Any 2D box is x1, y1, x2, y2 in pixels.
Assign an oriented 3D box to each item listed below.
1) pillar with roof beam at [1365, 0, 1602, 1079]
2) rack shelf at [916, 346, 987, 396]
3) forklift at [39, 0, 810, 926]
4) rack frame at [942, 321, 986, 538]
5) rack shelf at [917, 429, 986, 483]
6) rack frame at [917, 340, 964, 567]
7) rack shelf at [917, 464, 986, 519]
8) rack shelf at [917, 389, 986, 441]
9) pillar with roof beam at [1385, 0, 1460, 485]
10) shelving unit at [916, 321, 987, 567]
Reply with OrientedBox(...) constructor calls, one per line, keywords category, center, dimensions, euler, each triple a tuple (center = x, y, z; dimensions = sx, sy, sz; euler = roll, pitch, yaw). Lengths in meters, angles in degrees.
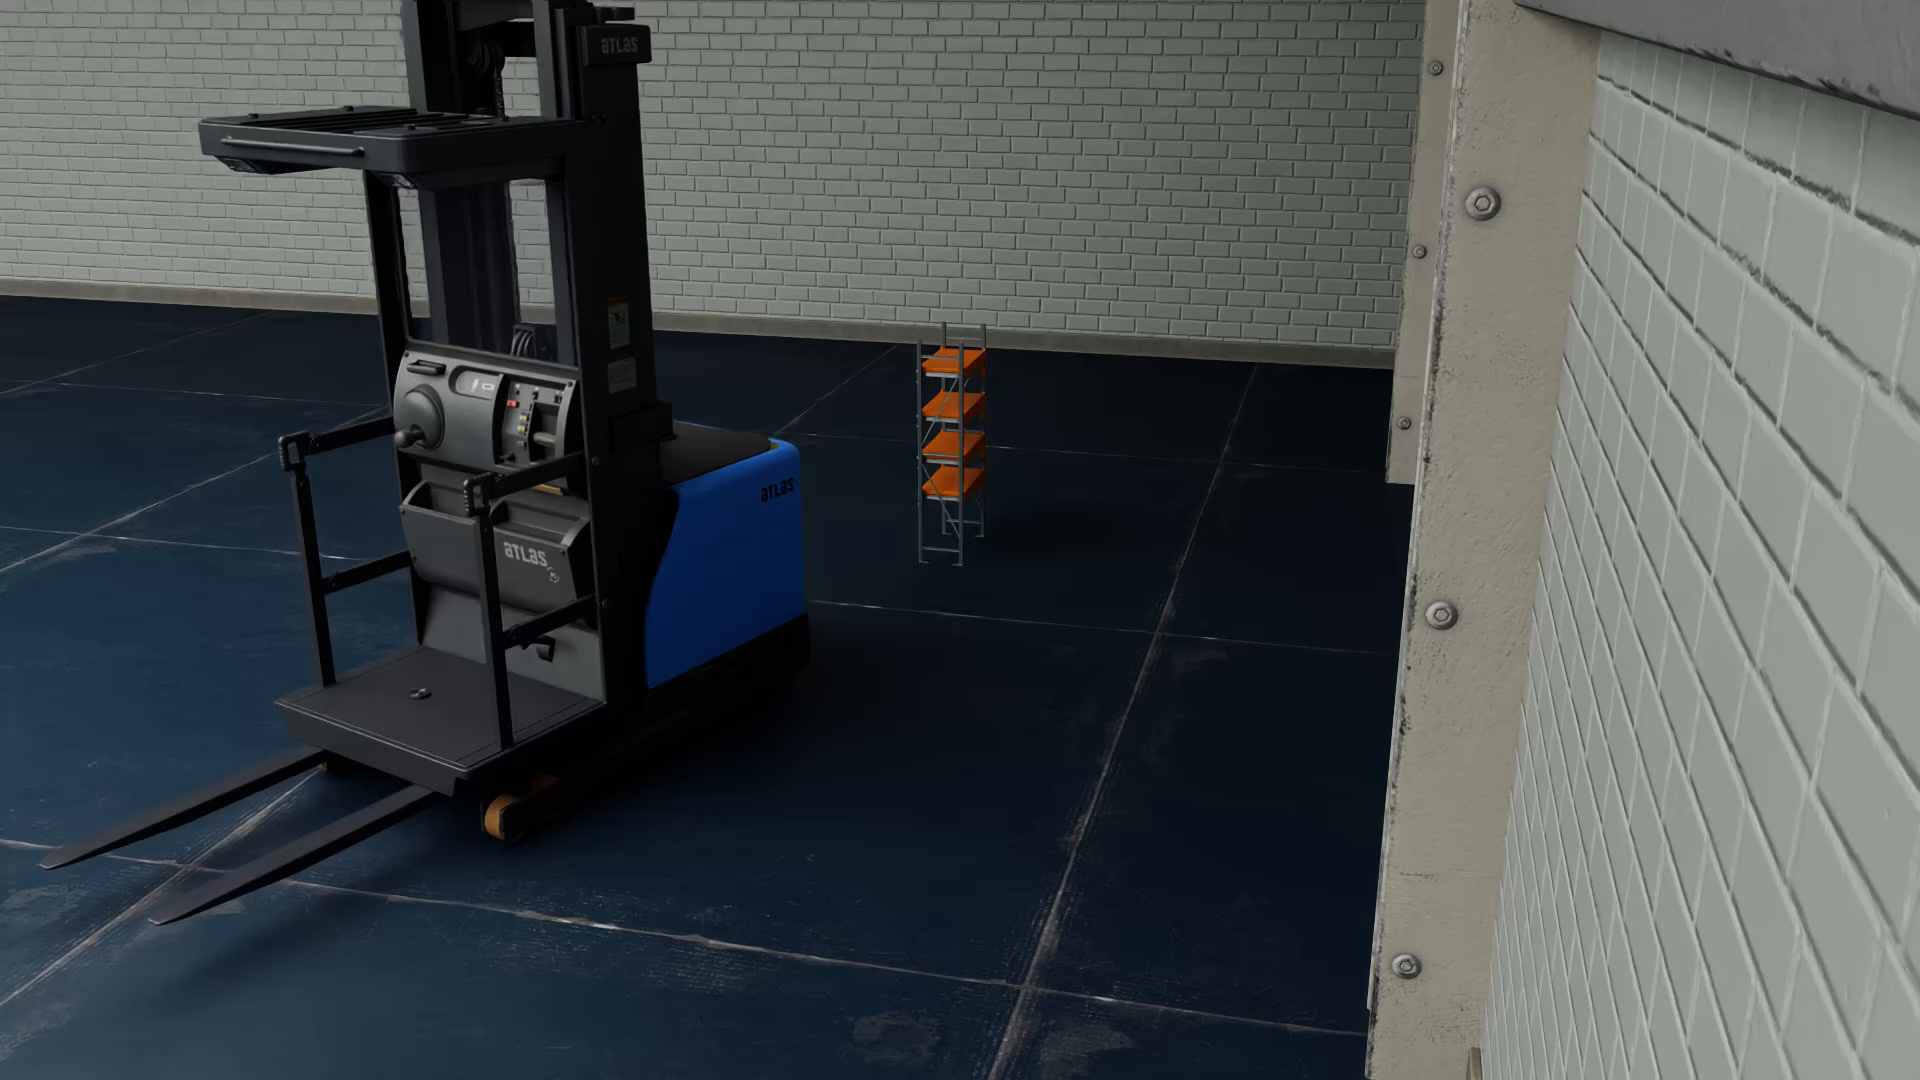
OrientedBox(category="pillar with roof beam", center=(-2.827, -3.122, 4.406), dimensions=(9.100, 9.000, 0.400), euler=(5, 19, 13))
OrientedBox(category="rack shelf", center=(-0.040, -0.888, 8.715), dimensions=(0.258, 0.148, 0.480), euler=(5, 19, 13))
OrientedBox(category="forklift", center=(-1.894, -0.472, 6.035), dimensions=(1.130, 2.935, 3.031), euler=(12, 22, 31))
OrientedBox(category="rack frame", center=(0.019, -0.592, 9.066), dimensions=(0.240, 1.200, 0.015), euler=(5, 19, 13))
OrientedBox(category="rack shelf", center=(-0.040, -0.452, 8.863), dimensions=(0.258, 0.148, 0.480), euler=(5, 19, 13))
OrientedBox(category="rack frame", center=(-0.100, -0.439, 8.618), dimensions=(0.240, 1.200, 0.015), euler=(5, 19, 13))
OrientedBox(category="rack shelf", center=(-0.040, -0.264, 8.928), dimensions=(0.258, 0.148, 0.480), euler=(5, 19, 13))
OrientedBox(category="rack shelf", center=(-0.040, -0.664, 8.791), dimensions=(0.258, 0.148, 0.480), euler=(5, 19, 13))
OrientedBox(category="pillar with roof beam", center=(-1.361, -5.003, 9.911), dimensions=(9.100, 9.000, 0.400), euler=(5, 19, 13))
OrientedBox(category="shelving unit", center=(-0.040, -0.516, 8.842), dimensions=(0.258, 1.200, 0.503), euler=(5, 19, 13))
